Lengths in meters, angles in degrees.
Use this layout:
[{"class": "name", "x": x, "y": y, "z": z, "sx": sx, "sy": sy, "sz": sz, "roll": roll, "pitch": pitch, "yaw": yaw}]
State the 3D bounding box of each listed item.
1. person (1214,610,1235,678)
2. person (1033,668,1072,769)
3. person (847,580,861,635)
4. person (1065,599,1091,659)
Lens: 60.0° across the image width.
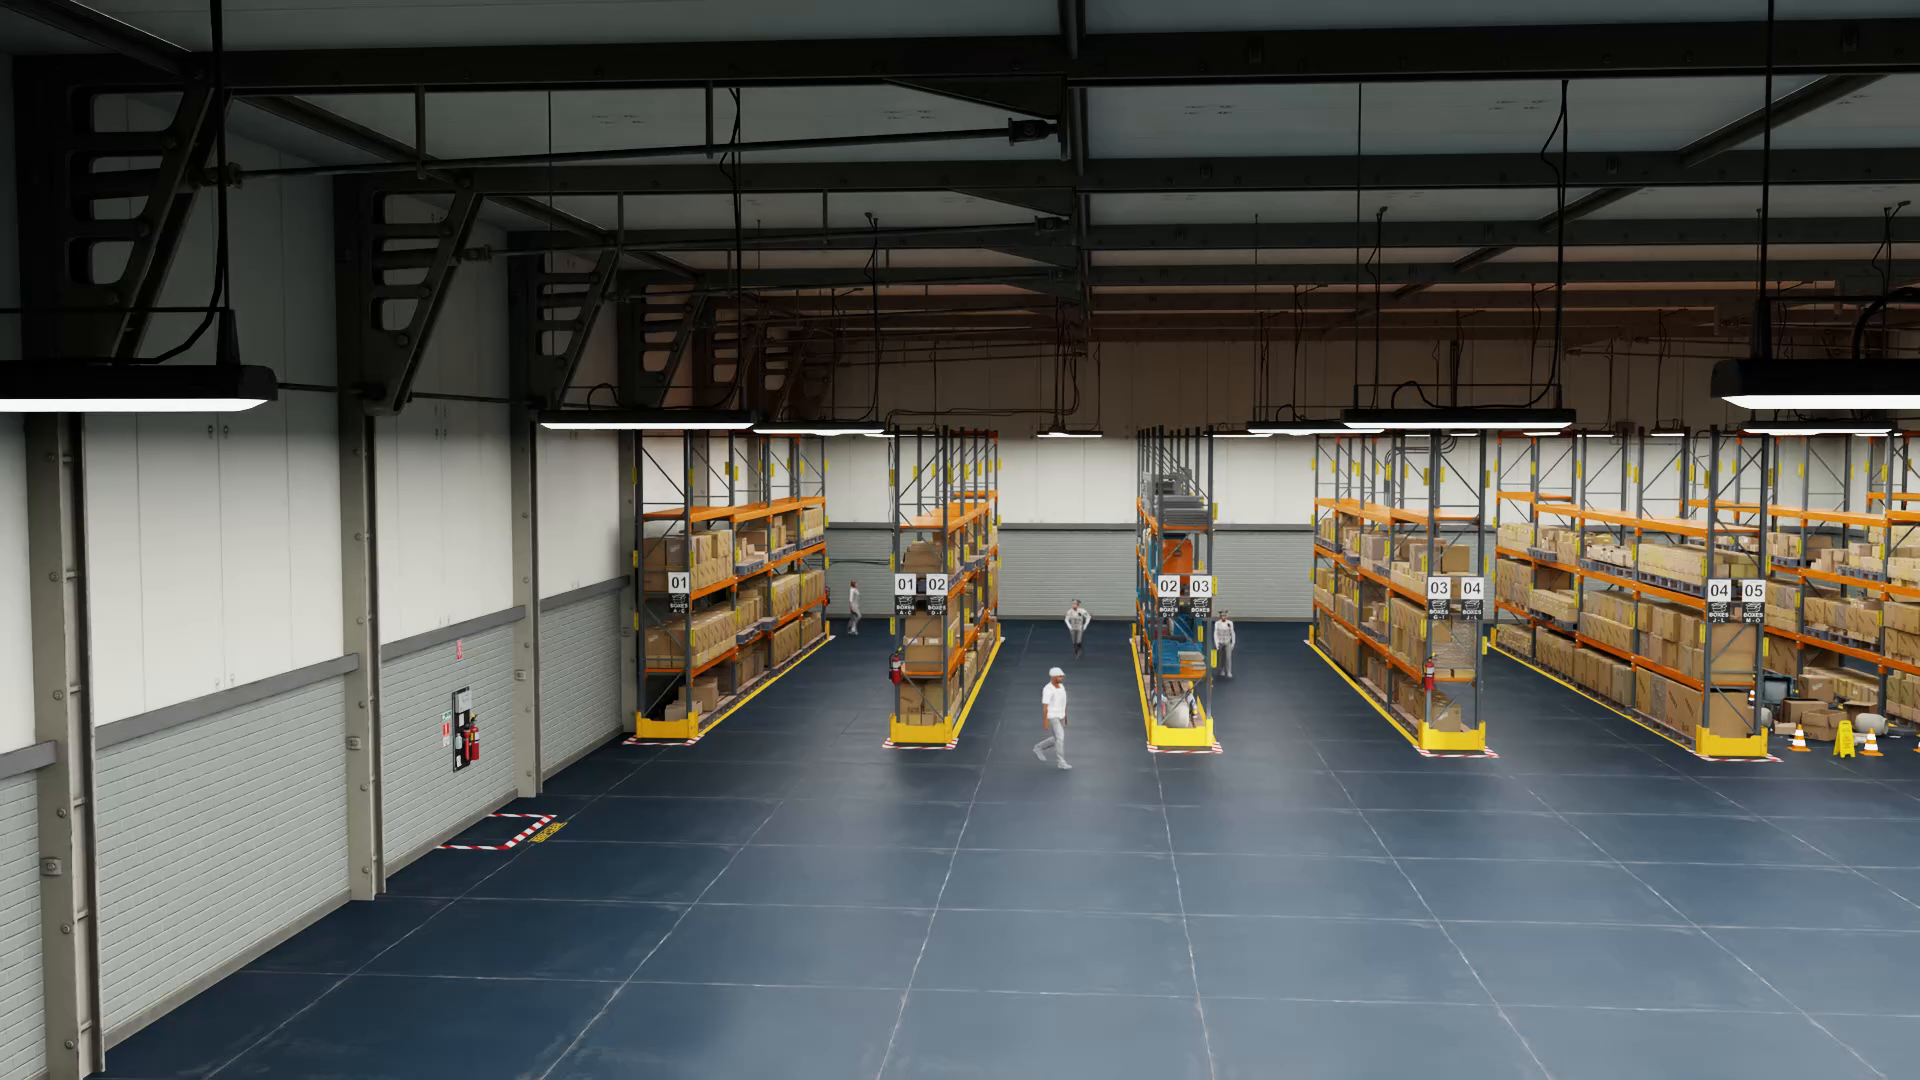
[{"class": "person", "x": 6.342, "y": 2.489, "z": 39.928, "sx": 0.505, "sy": 1.619, "sz": 0.990, "roll": 1, "pitch": 4, "yaw": 12}, {"class": "person", "x": 1.650, "y": 3.097, "z": 29.122, "sx": 0.891, "sy": 1.741, "sz": 0.628, "roll": 2, "pitch": 4, "yaw": 33}, {"class": "person", "x": -3.119, "y": 1.992, "z": 48.994, "sx": 0.446, "sy": 1.608, "sz": 0.437, "roll": 0, "pitch": 3, "yaw": 2}, {"class": "person", "x": 3.079, "y": 2.317, "z": 43.356, "sx": 0.659, "sy": 1.612, "sz": 0.700, "roll": 1, "pitch": 4, "yaw": 16}]
